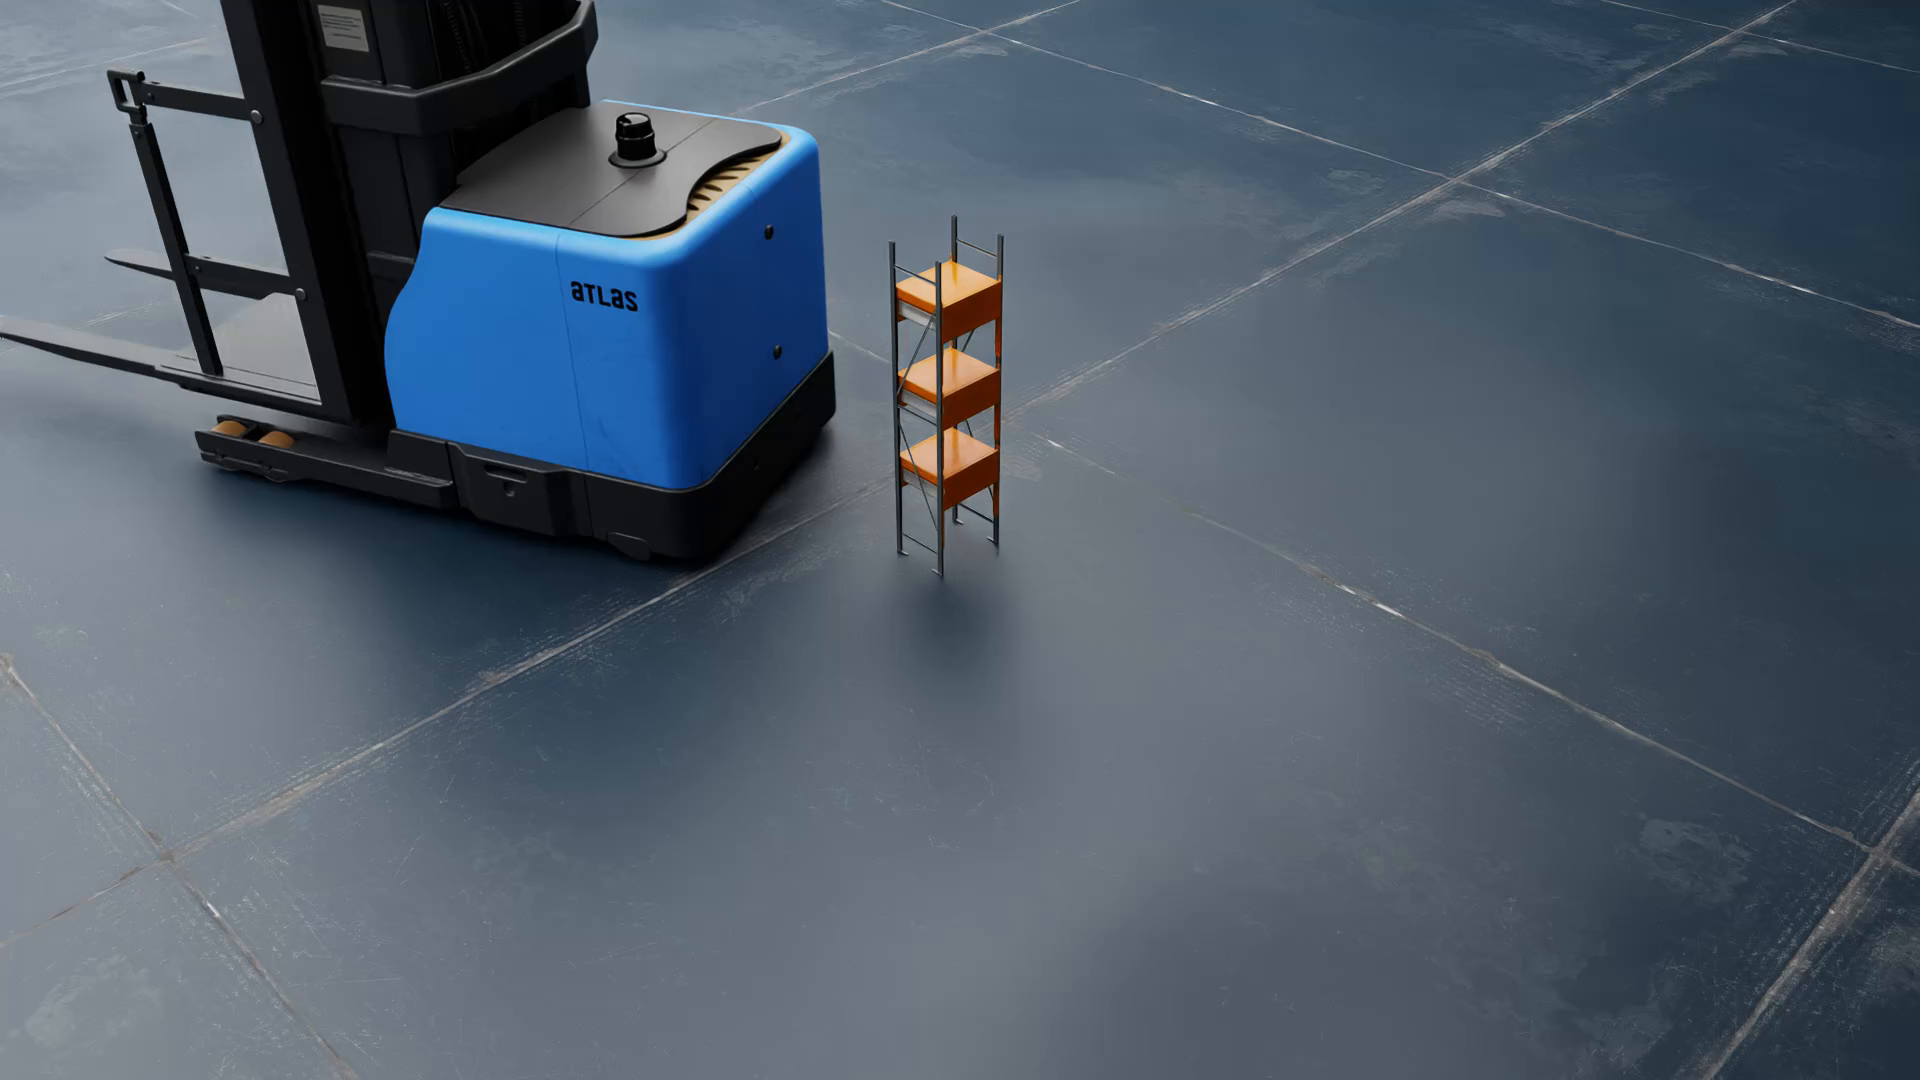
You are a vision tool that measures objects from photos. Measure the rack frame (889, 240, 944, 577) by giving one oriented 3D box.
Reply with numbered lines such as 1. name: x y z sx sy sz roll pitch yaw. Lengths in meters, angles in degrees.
1. rack frame: -0.124 -0.359 4.848 0.200 1.050 0.008 30 45 35

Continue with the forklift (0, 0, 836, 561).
1. forklift: -2.001 -1.661 5.069 3.031 2.935 1.130 12 37 17

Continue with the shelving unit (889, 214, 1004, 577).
1. shelving unit: -0.038 -0.409 4.919 0.215 1.050 0.252 30 45 35

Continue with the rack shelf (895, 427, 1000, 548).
1. rack shelf: -0.038 -0.172 5.084 0.215 0.259 0.240 30 45 35

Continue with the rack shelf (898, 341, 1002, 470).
1. rack shelf: -0.038 -0.400 4.925 0.215 0.259 0.240 30 45 35

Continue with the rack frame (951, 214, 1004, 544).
1. rack frame: 0.048 -0.458 4.990 0.200 1.050 0.008 30 45 35

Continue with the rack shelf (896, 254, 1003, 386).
1. rack shelf: -0.038 -0.633 4.762 0.215 0.259 0.240 30 45 35
